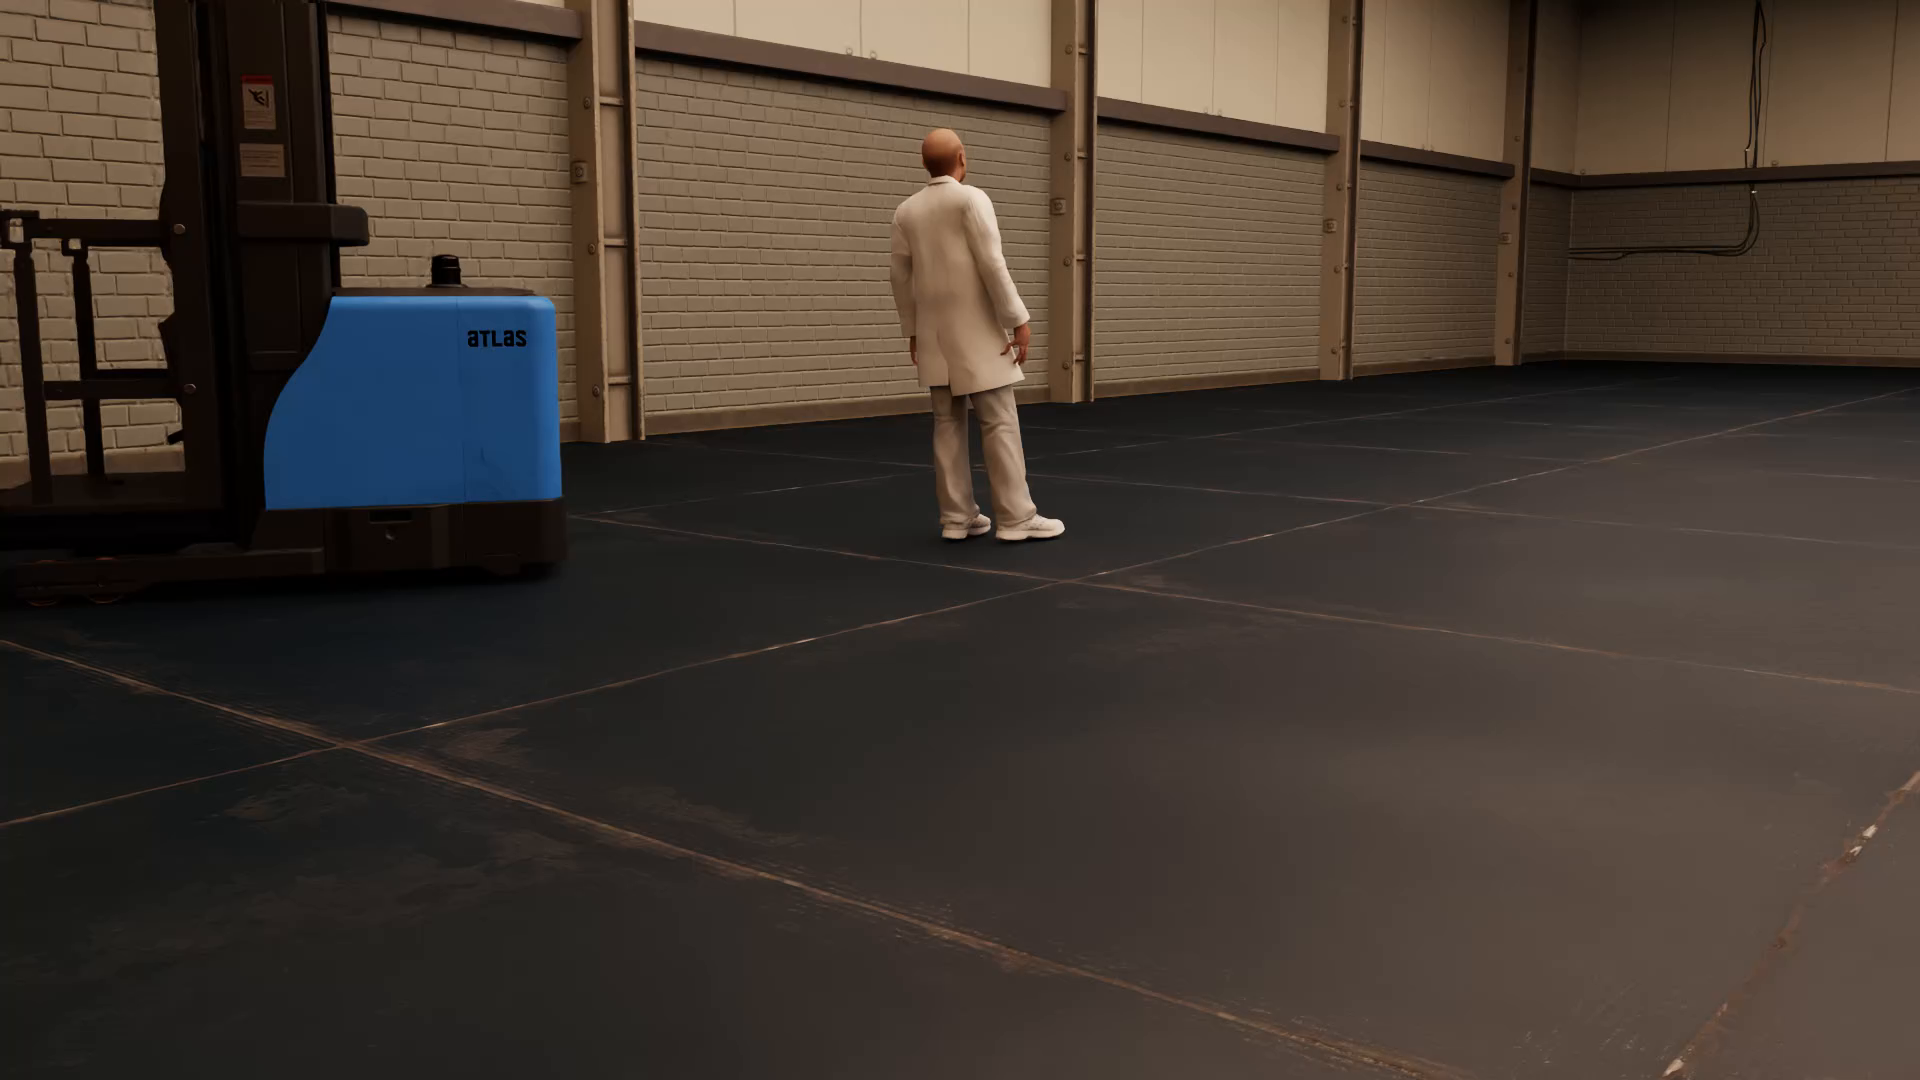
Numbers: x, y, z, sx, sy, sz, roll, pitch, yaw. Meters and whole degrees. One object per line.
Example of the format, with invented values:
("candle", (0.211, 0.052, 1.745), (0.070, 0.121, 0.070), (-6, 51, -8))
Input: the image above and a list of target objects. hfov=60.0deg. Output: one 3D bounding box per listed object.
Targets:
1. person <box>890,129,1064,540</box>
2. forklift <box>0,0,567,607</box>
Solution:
("person", (0.060, -0.897, 7.342), (0.696, 1.776, 0.581), (7, 11, 38))
("forklift", (-3.091, -1.302, 6.179), (3.031, 2.935, 1.130), (-3, 9, -17))
